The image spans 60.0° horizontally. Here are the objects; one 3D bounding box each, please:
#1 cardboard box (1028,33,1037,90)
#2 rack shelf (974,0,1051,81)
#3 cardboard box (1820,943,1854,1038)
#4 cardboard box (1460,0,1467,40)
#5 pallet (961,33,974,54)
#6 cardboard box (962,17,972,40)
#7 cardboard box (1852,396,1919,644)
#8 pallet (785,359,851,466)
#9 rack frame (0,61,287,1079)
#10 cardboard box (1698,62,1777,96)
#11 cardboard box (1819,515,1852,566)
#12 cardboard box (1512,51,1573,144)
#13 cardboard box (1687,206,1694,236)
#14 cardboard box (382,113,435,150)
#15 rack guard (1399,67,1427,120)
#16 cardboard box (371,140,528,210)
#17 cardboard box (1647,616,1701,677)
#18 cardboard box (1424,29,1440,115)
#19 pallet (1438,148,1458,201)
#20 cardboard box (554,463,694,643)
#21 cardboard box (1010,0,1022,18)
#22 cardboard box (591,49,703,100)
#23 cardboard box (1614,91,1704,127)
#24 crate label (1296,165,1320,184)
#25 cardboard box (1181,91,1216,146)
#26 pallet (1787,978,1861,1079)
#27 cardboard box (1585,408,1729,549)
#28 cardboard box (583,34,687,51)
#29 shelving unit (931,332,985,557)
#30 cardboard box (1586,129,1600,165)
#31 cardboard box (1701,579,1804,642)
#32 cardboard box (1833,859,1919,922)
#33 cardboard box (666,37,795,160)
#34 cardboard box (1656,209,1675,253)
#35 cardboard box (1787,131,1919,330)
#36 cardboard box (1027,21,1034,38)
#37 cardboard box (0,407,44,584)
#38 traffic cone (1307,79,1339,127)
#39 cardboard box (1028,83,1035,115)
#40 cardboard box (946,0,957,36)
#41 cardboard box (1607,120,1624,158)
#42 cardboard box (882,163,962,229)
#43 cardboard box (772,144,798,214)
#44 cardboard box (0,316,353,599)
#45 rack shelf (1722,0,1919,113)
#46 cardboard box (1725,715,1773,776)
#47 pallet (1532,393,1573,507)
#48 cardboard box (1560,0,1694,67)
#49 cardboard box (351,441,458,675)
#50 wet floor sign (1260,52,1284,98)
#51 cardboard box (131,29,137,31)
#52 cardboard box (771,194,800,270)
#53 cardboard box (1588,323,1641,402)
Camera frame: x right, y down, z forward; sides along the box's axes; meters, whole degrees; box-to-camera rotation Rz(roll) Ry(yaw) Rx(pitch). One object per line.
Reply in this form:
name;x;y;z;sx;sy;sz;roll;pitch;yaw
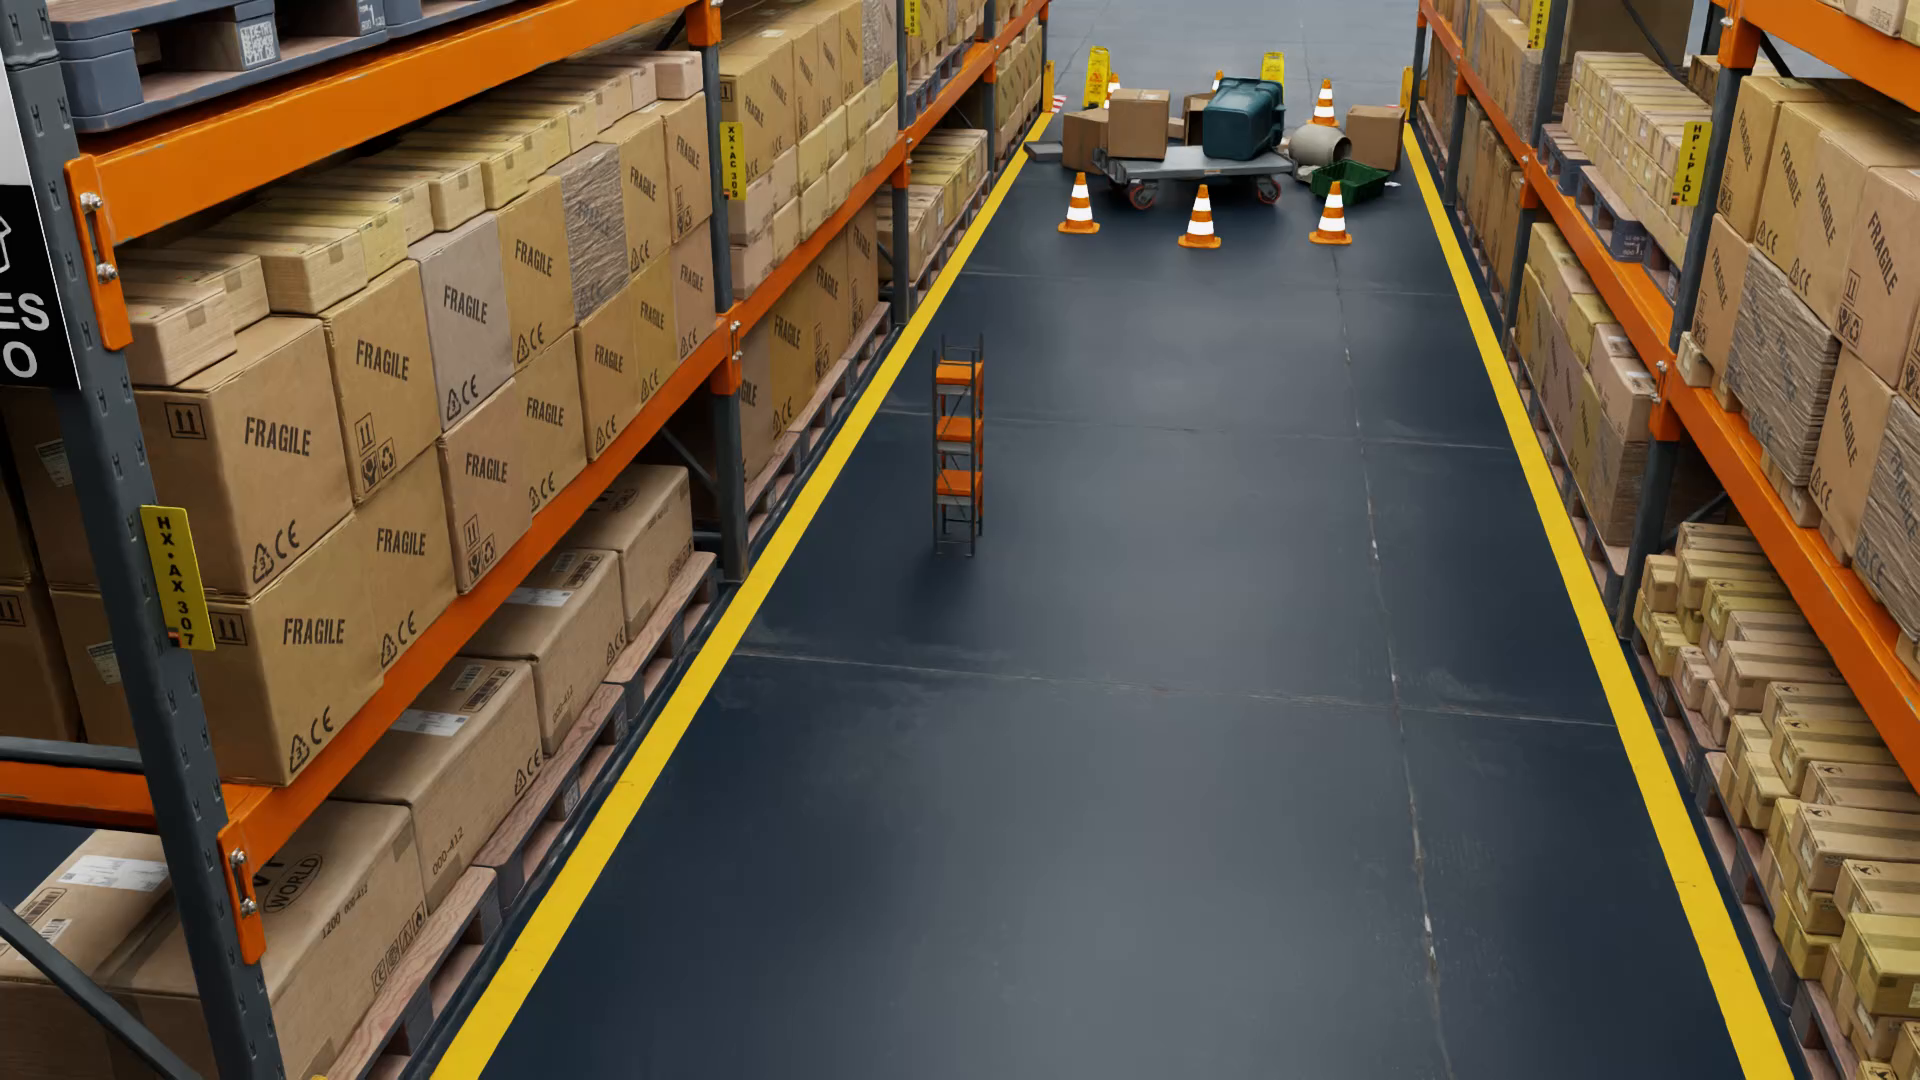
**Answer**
cardboard box;0.503;-4.937;17.122;0.500;0.500;0.500;5;26;10
rack shelf;0.132;-5.061;16.373;1.077;0.370;4.000;4;25;9
cardboard box;2.722;1.312;4.776;0.380;0.149;0.250;4;25;9
cardboard box;4.753;-4.473;14.091;0.875;0.550;0.550;4;25;9
pallet;-0.464;-4.154;13.813;1.003;0.211;1.213;4;25;9
cardboard box;-0.112;-4.067;13.201;0.380;0.149;0.250;4;25;9
cardboard box;2.726;-0.045;4.338;0.500;0.500;0.500;4;25;9
pallet;-1.254;-0.782;9.671;1.003;0.211;1.213;4;25;9
rack frame;-2.156;0.468;3.712;1.000;3.000;0.127;4;25;9
cardboard box;4.380;-2.581;9.326;0.380;0.149;0.250;4;25;8
cardboard box;2.863;-0.025;5.062;0.380;0.149;0.250;5;26;10
cardboard box;3.860;-2.829;10.638;0.500;0.500;0.500;4;25;9
cardboard box;3.268;-1.295;6.929;0.380;0.149;0.250;5;26;10
cardboard box;-1.970;-1.345;5.523;0.380;0.149;0.250;4;25;8
rack guard;5.362;-4.801;17.917;1.175;0.500;0.348;4;25;9
cardboard box;-1.530;-1.099;4.997;0.380;0.149;0.250;3;25;7
cardboard box;2.977;0.438;6.643;0.380;0.149;0.250;5;26;10
cardboard box;5.313;-4.863;17.111;0.875;0.875;0.875;4;25;9
pallet;4.906;-3.300;15.050;1.003;0.211;1.213;4;25;9
cardboard box;-1.711;0.021;7.195;0.875;0.438;0.875;4;25;8
cardboard box;0.391;-5.081;15.863;0.380;0.149;0.250;4;25;9
cardboard box;-1.239;-1.846;6.593;0.380;0.149;0.250;4;25;7
cardboard box;3.571;-2.193;8.497;0.380;0.149;0.250;5;26;10
crate label;3.233;-3.344;15.233;0.298;0.136;0.250;-14;29;-27
cardboard box;2.669;-4.183;16.593;0.797;0.503;0.637;-14;29;-27
pallet;2.924;1.663;4.449;1.003;0.211;1.213;4;25;9
cardboard box;3.270;-0.289;7.783;0.500;0.500;0.500;4;25;8
cardboard box;-1.600;-2.124;7.952;0.500;0.500;0.500;5;25;10
shelving unit;-0.009;-0.453;7.980;0.215;1.050;0.252;4;25;9
cardboard box;3.649;-2.142;9.089;0.380;0.149;0.250;5;26;11
cardboard box;3.040;0.277;6.285;0.380;0.149;0.250;4;25;8
cardboard box;2.700;1.039;4.657;0.380;0.149;0.250;3;25;6
cardboard box;-1.091;-2.082;7.862;0.500;0.500;0.500;4;25;8
cardboard box;3.351;-1.373;7.446;0.380;0.149;0.250;4;25;8
cardboard box;2.901;-0.939;5.069;0.500;0.500;0.500;4;25;9
cardboard box;0.547;-5.186;16.889;0.380;0.149;0.250;4;25;9
cardboard box;-2.312;-0.248;3.944;0.500;0.500;0.500;5;26;10
traffic cone;3.871;-4.650;17.639;0.336;0.463;0.334;4;25;9
cardboard box;0.499;-4.596;17.278;0.500;0.250;0.500;4;25;9
cardboard box;-0.299;-4.070;12.442;0.500;0.500;0.500;3;25;7
cardboard box;3.565;-2.061;8.565;0.380;0.149;0.250;4;25;8
cardboard box;-0.505;-2.739;13.168;0.950;0.372;0.625;5;26;10
cardboard box;-1.095;-1.748;8.033;0.500;0.250;0.500;4;25;9
cardboard box;-1.797;-0.211;3.865;0.500;0.500;0.500;3;25;7
rack shelf;3.070;-1.100;4.373;1.077;0.370;4.000;4;25;9
cardboard box;2.846;0.735;5.657;0.380;0.149;0.250;4;25;8
pallet;3.720;-0.479;9.024;1.003;0.211;1.213;4;25;9
cardboard box;4.134;-3.262;10.384;0.700;0.500;0.500;4;25;8
cardboard box;-1.739;0.028;4.533;0.500;0.500;0.500;4;25;8
wet floor sign;3.410;-5.006;18.184;0.267;0.644;0.232;0;25;-1
cardboard box;-5.947;-3.586;11.959;0.500;0.250;0.500;5;25;10
cardboard box;-1.087;-1.519;8.134;0.500;0.250;0.500;3;25;7
cardboard box;3.367;-0.845;8.085;0.500;0.250;0.500;5;26;11
